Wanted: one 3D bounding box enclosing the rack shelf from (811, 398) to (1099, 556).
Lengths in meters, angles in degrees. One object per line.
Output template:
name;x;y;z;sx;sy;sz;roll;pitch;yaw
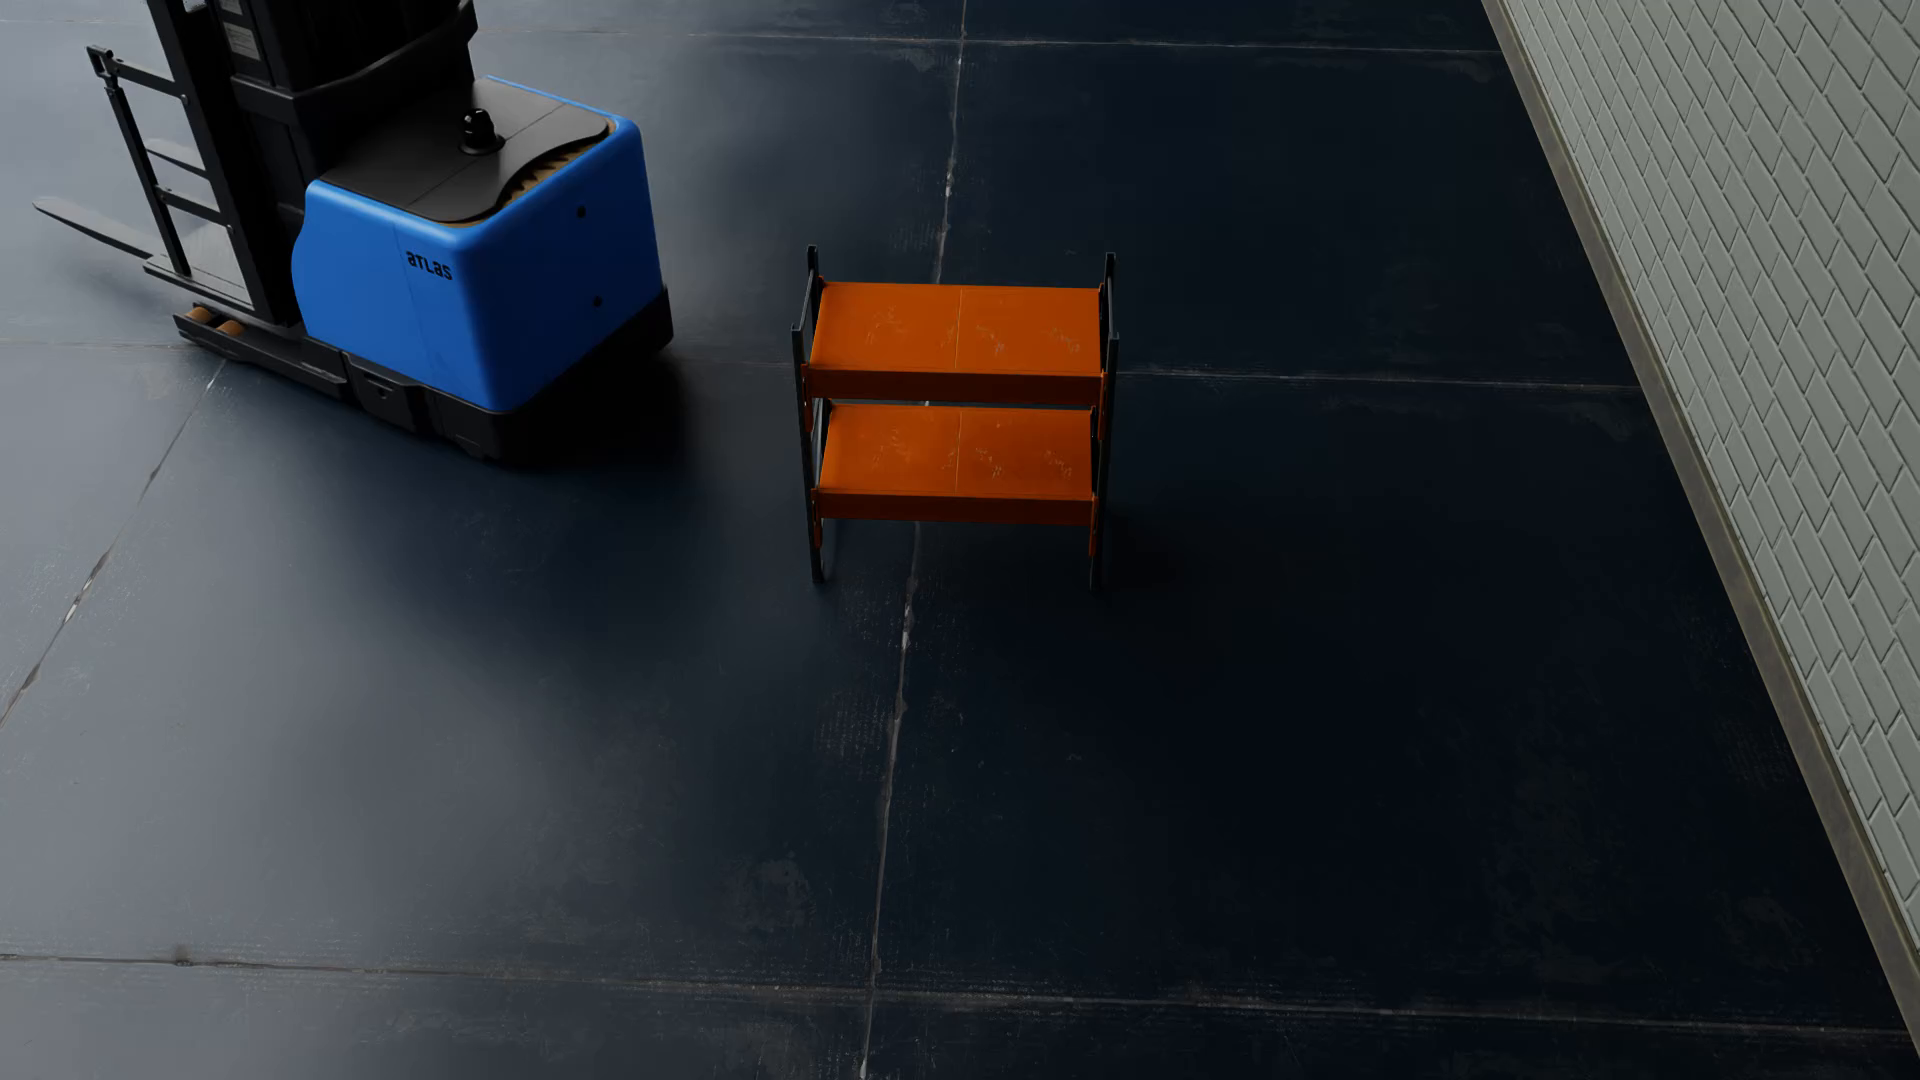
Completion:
rack shelf;-0.007;-0.233;6.033;1.000;0.278;0.538;2;43;2

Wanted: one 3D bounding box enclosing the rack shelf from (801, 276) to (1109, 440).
rack shelf;-0.007;-0.626;5.667;1.000;0.278;0.538;2;43;2

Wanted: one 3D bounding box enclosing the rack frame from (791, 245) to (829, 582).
rack frame;-0.515;-0.427;5.884;0.032;1.125;0.500;2;43;2

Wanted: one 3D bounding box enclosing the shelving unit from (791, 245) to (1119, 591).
shelving unit;-0.007;-0.412;5.867;1.048;1.125;0.538;2;43;2

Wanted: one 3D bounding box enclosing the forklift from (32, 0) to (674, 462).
forklift;-2.753;-2.124;6.380;3.031;2.935;1.130;22;47;22

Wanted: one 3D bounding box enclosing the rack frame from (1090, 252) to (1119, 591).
rack frame;0.501;-0.396;5.850;0.032;1.125;0.500;2;43;2
